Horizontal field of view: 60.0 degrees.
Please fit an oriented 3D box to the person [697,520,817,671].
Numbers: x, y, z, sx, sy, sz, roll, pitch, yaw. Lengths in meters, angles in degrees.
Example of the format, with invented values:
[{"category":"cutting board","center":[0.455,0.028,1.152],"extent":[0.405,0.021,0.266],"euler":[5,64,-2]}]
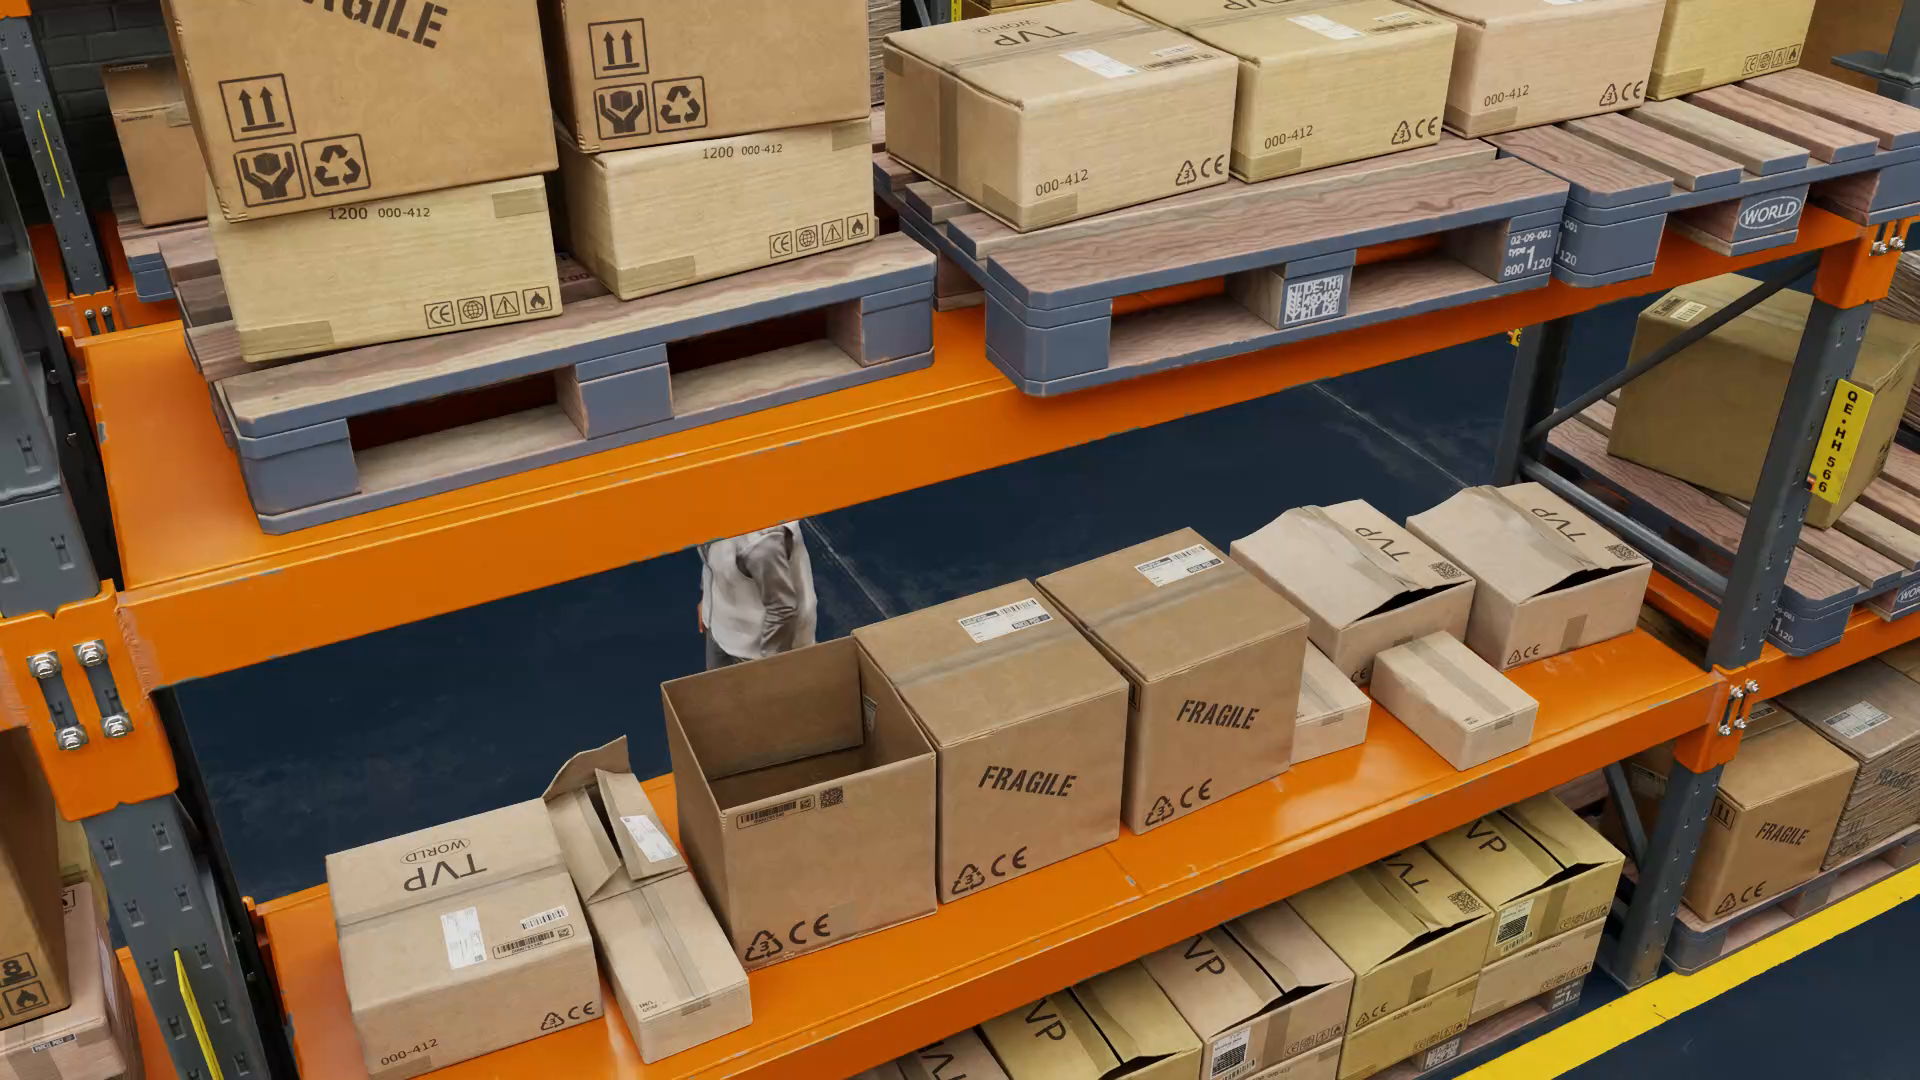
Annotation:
[{"category":"person","center":[-0.727,0.314,5.628],"extent":[0.465,1.771,0.582],"euler":[-16,36,-23]}]
